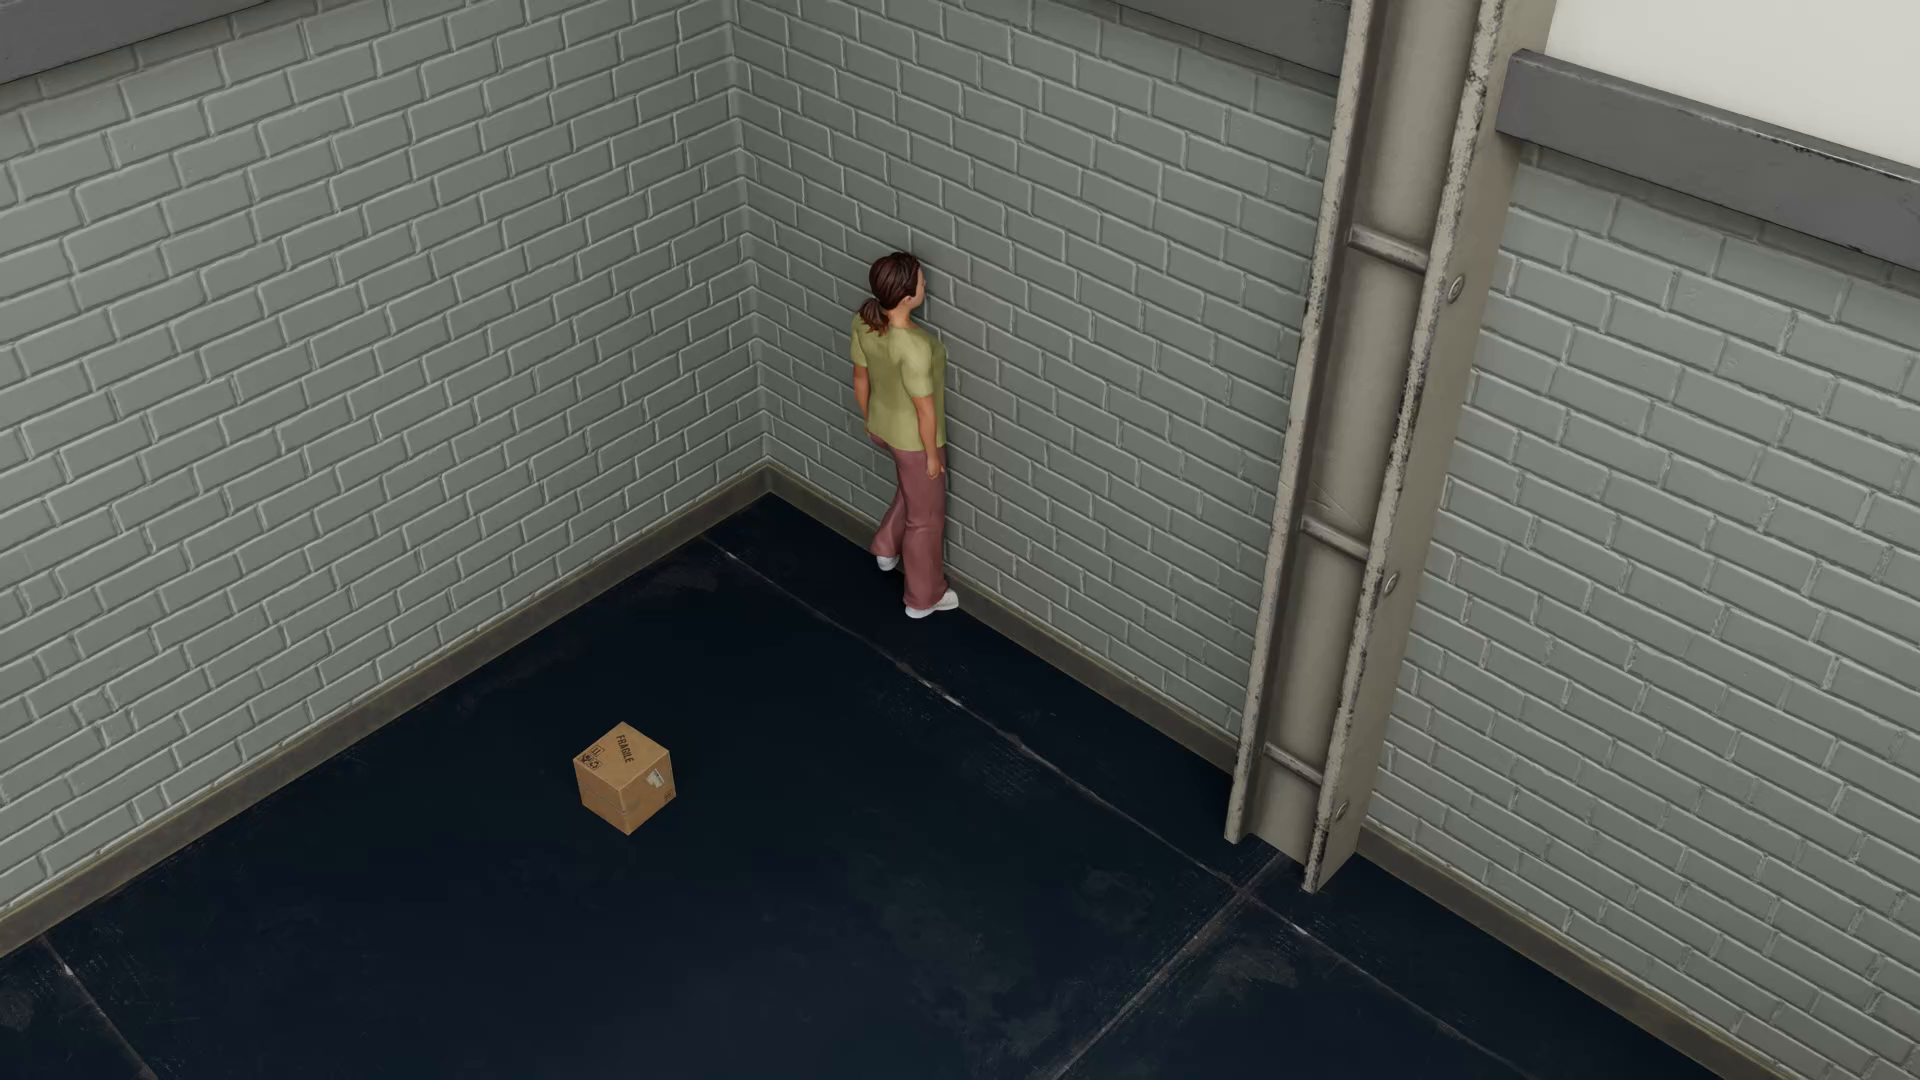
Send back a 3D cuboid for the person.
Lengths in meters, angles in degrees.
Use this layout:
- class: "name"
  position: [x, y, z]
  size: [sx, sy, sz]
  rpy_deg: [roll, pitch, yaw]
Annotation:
- class: "person"
  position: [-0.177, -0.433, 6.681]
  size: [0.479, 1.673, 0.432]
  rpy_deg: [-30, 48, -31]
